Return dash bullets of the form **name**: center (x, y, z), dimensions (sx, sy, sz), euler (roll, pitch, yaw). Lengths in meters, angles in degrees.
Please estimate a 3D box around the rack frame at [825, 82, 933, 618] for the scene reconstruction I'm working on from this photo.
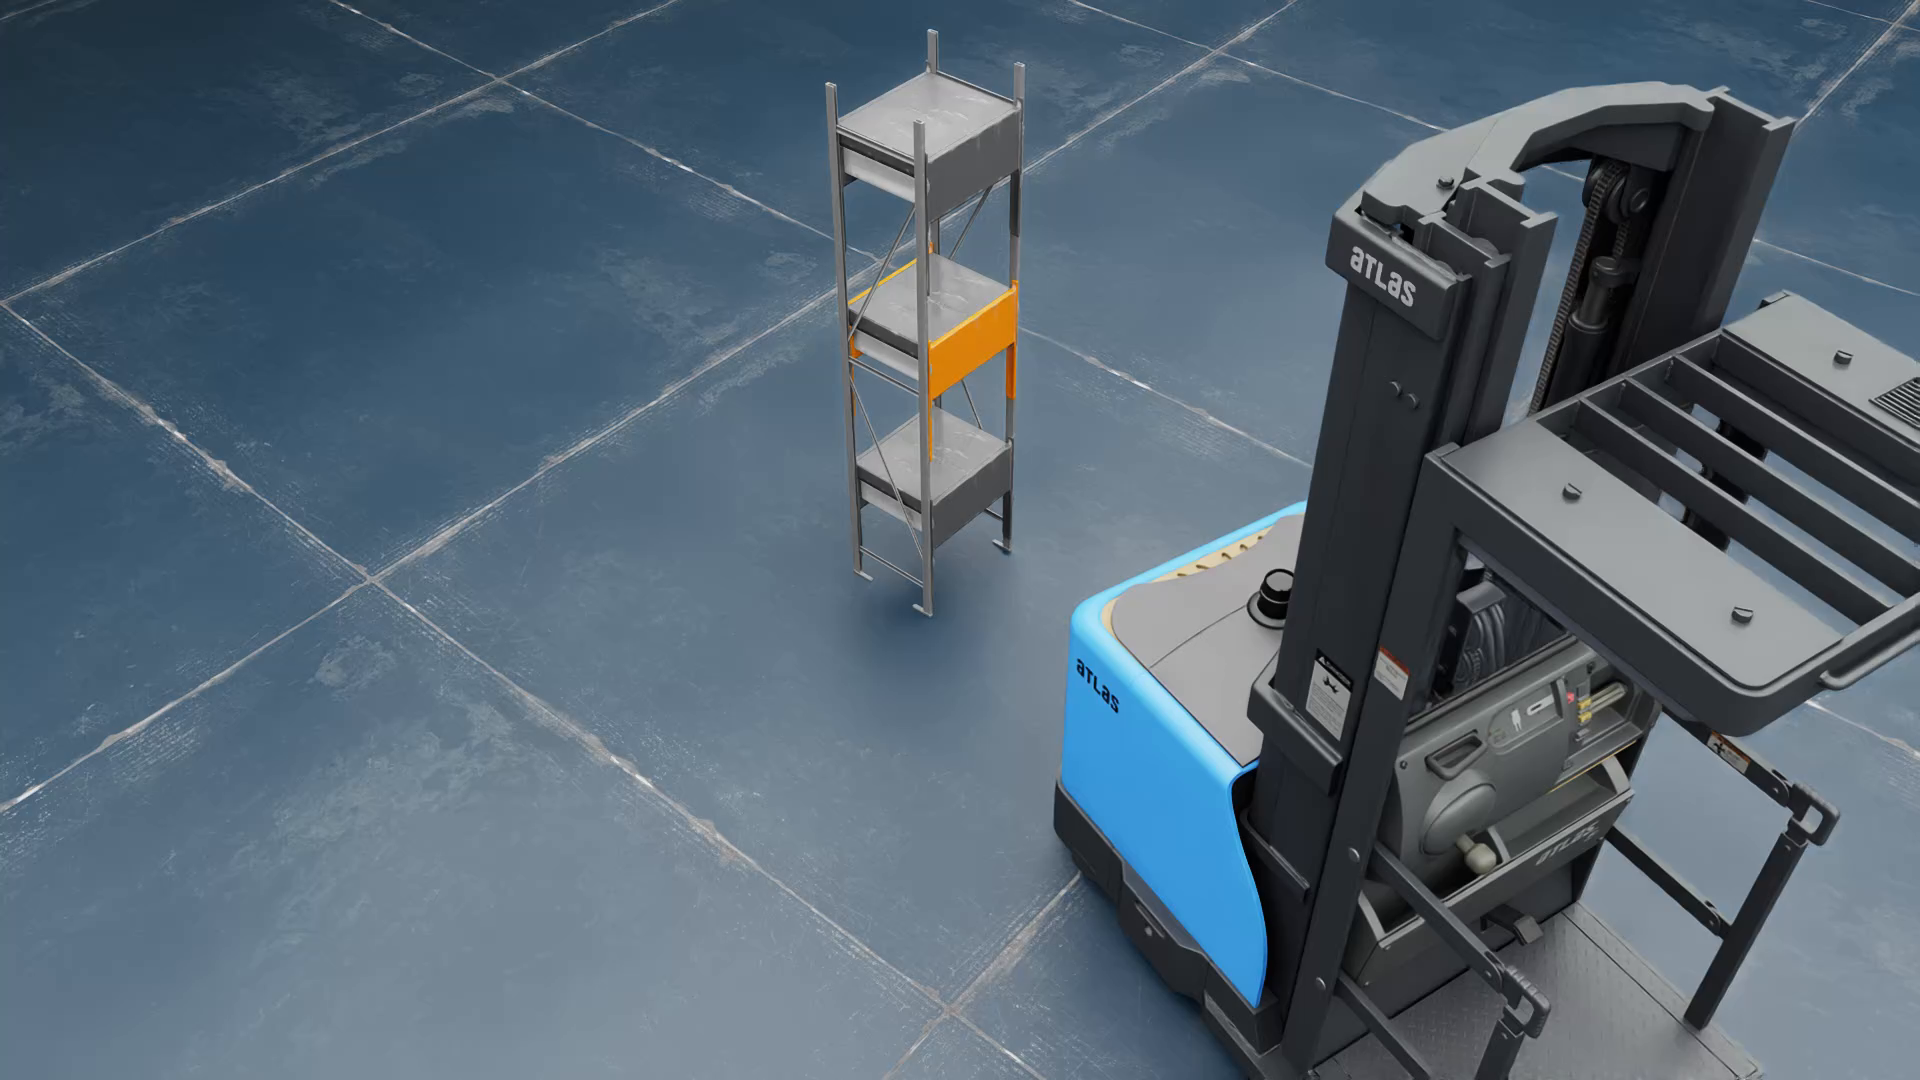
- **rack frame**: center (-0.264, -0.566, 5.812), dimensions (0.400, 2.100, 0.015), euler (29, 50, 28)

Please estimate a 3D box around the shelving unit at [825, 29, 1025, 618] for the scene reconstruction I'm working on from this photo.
- **shelving unit**: center (-0.107, -0.692, 5.950), dimensions (0.431, 2.100, 0.503), euler (29, 50, 28)

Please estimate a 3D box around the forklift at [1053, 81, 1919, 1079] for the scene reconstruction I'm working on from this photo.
- **forklift**: center (1.525, 0.573, 3.941), dimensions (1.130, 2.935, 3.031), euler (-23, 47, -23)

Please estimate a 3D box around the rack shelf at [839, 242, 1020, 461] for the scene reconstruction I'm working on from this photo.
- **rack shelf**: center (-0.107, -0.682, 5.959), dimensions (0.431, 0.518, 0.480), euler (29, 50, 28)

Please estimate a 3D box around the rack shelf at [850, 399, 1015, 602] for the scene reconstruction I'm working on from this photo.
- **rack shelf**: center (-0.107, -0.164, 6.430), dimensions (0.431, 0.518, 0.480), euler (29, 50, 28)

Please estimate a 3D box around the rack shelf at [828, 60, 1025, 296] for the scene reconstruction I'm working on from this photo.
- **rack shelf**: center (-0.107, -1.199, 5.488), dimensions (0.431, 0.518, 0.480), euler (29, 50, 28)

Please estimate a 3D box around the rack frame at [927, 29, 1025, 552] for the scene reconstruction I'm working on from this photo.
- **rack frame**: center (0.050, -0.817, 6.088), dimensions (0.400, 2.100, 0.015), euler (29, 50, 28)
